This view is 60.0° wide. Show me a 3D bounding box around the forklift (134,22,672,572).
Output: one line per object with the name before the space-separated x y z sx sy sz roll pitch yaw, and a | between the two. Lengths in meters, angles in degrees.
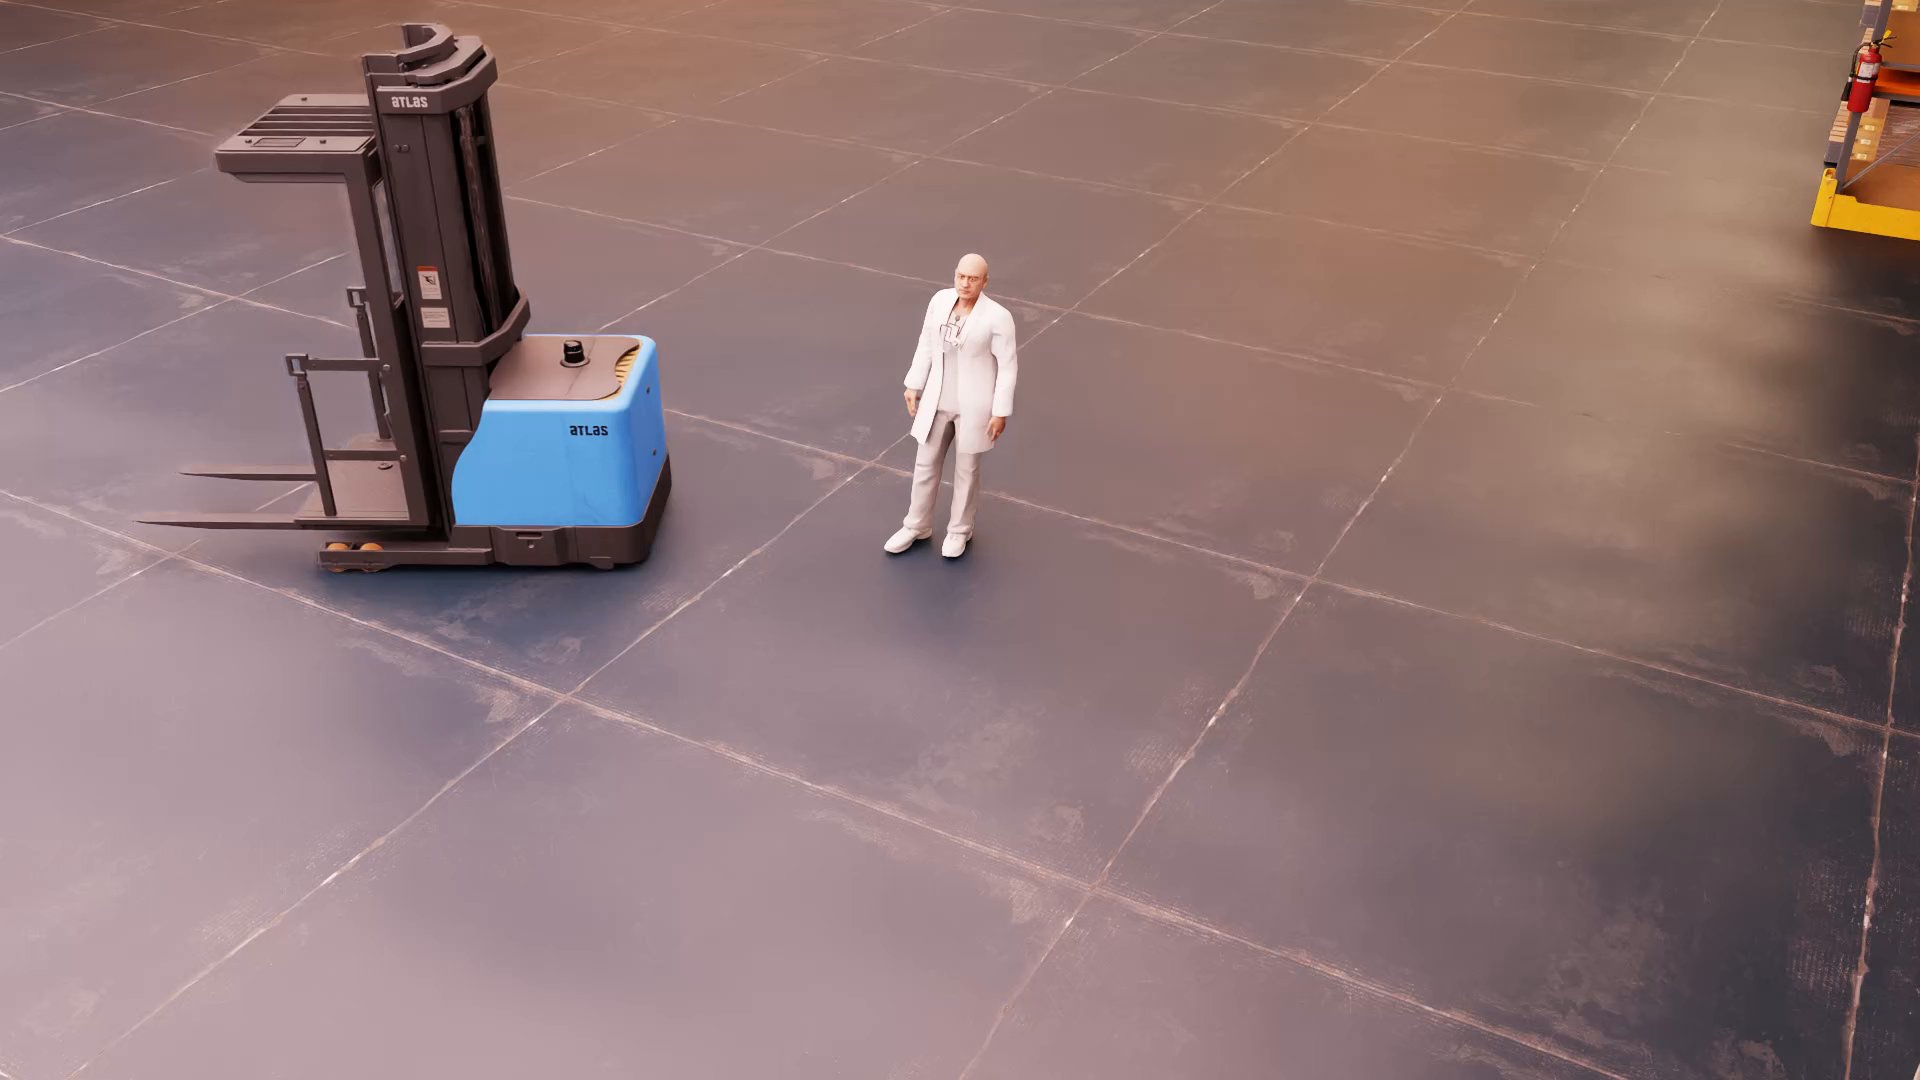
forklift | -3.331 -1.346 9.403 3.031 2.935 1.130 0 30 1

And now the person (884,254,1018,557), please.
person | -0.048 -0.715 9.500 0.696 1.726 0.578 15 33 25
